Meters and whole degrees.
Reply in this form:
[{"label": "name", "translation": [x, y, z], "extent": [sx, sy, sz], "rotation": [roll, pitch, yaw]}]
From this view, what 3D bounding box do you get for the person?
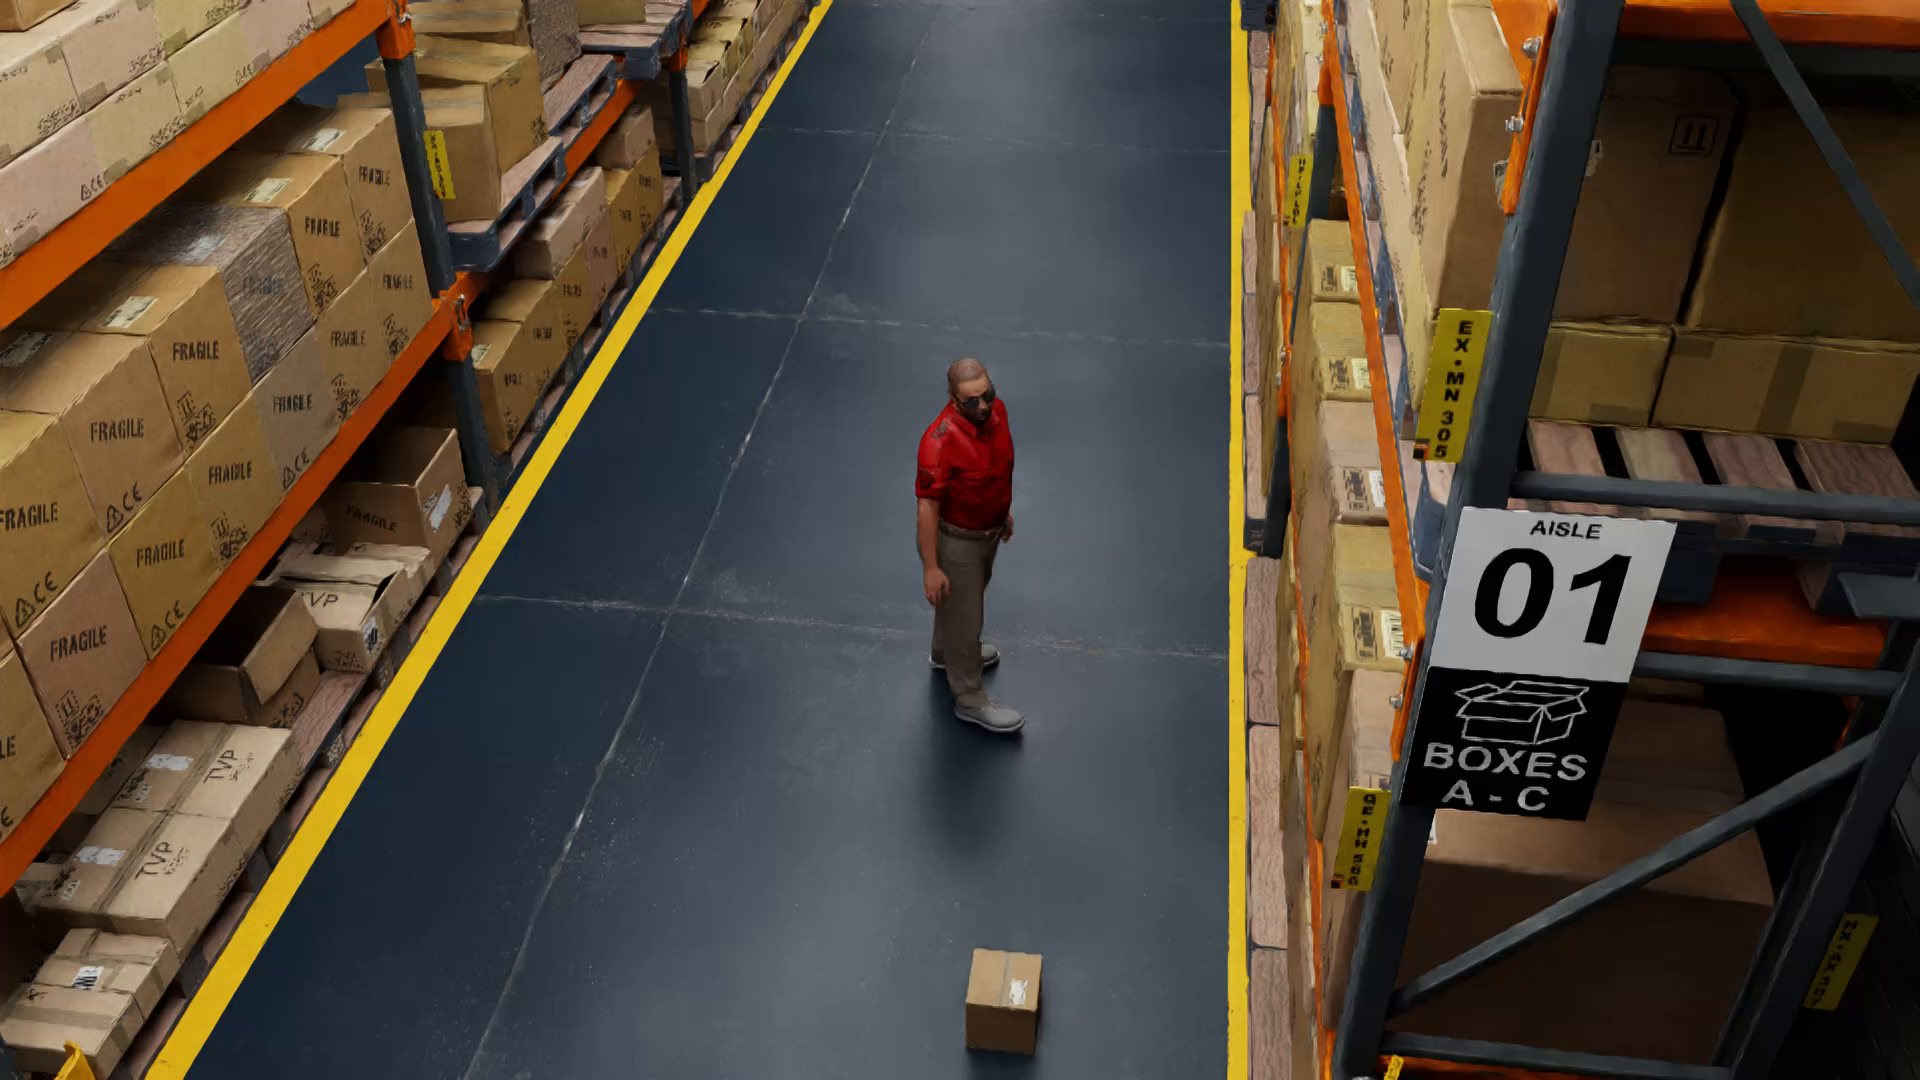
[{"label": "person", "translation": [0.066, 0.012, 6.999], "extent": [0.588, 1.724, 0.652], "rotation": [17, 39, 21]}]
